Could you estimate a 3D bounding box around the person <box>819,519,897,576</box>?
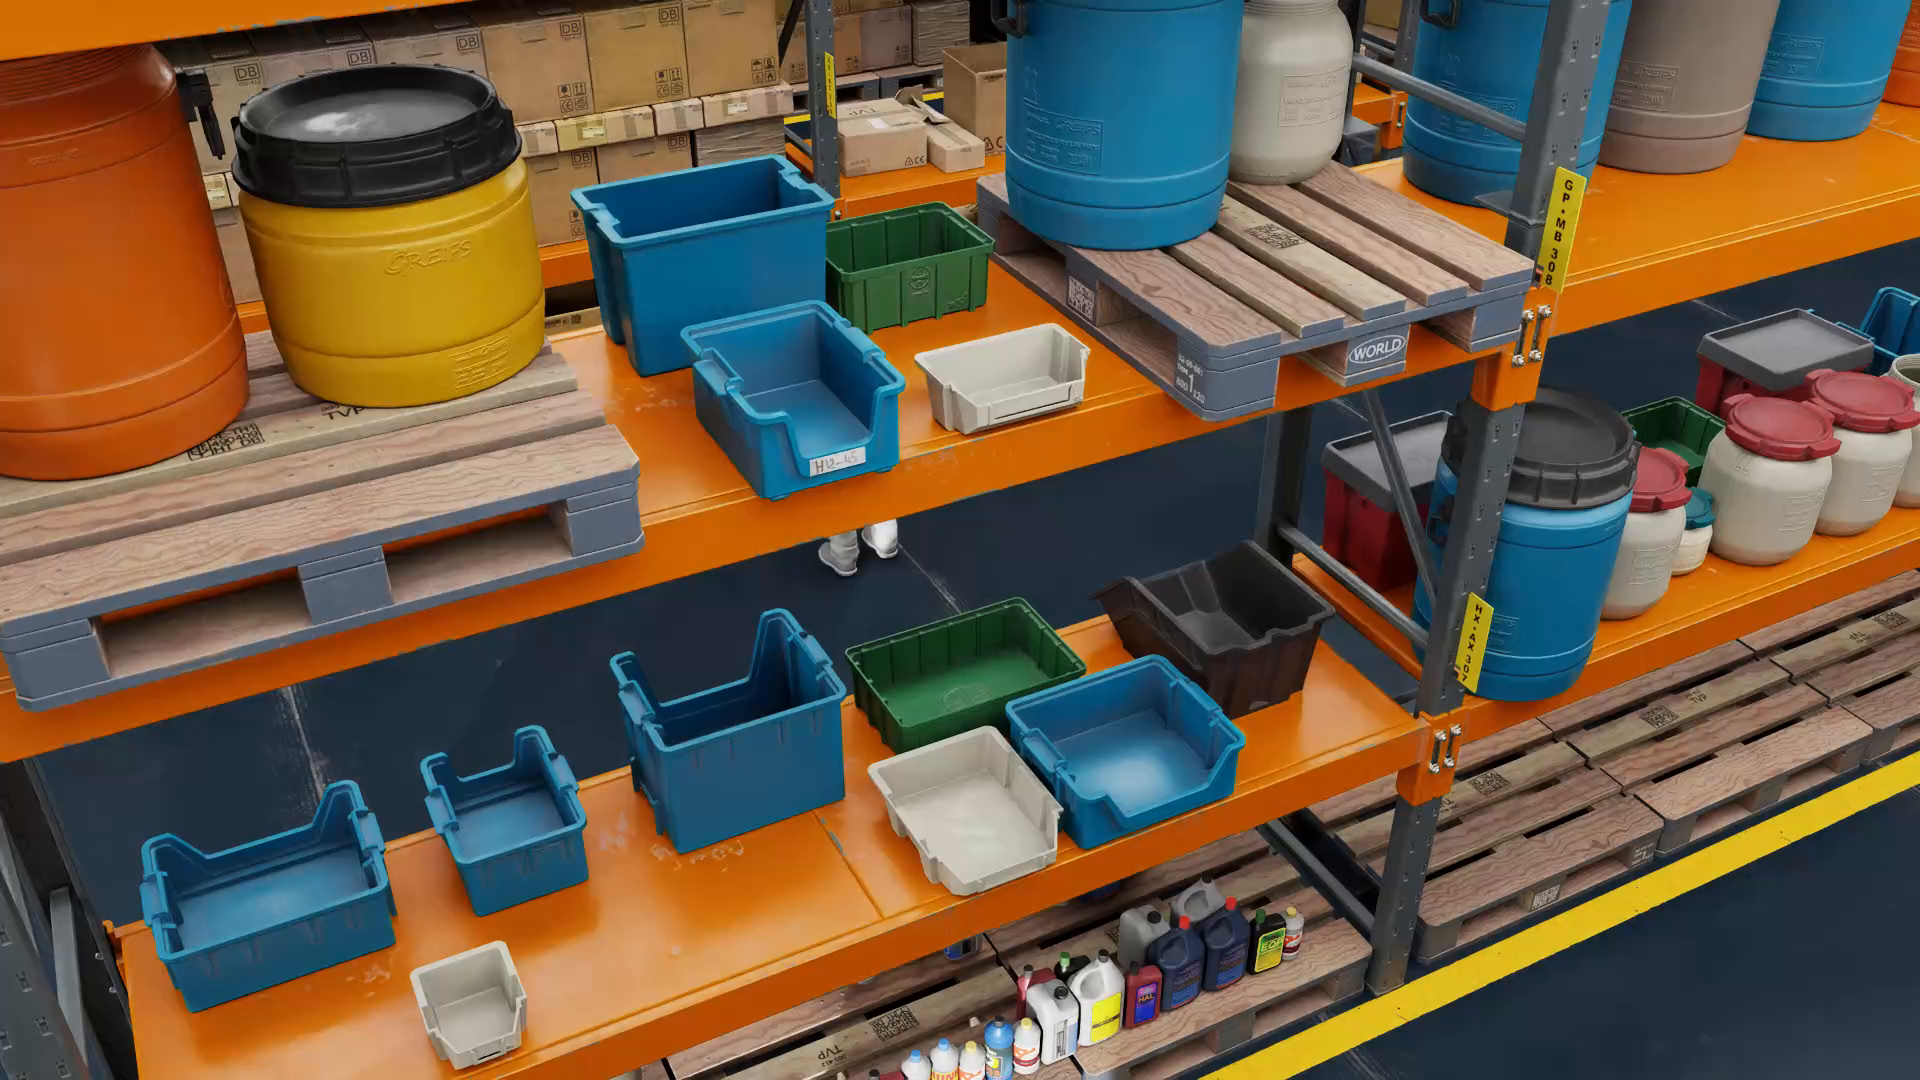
[{"bbox_3d":[-0.527,-0.623,8.096,0.447,1.653,0.515,-16,36,-23],"label":"person"}]
